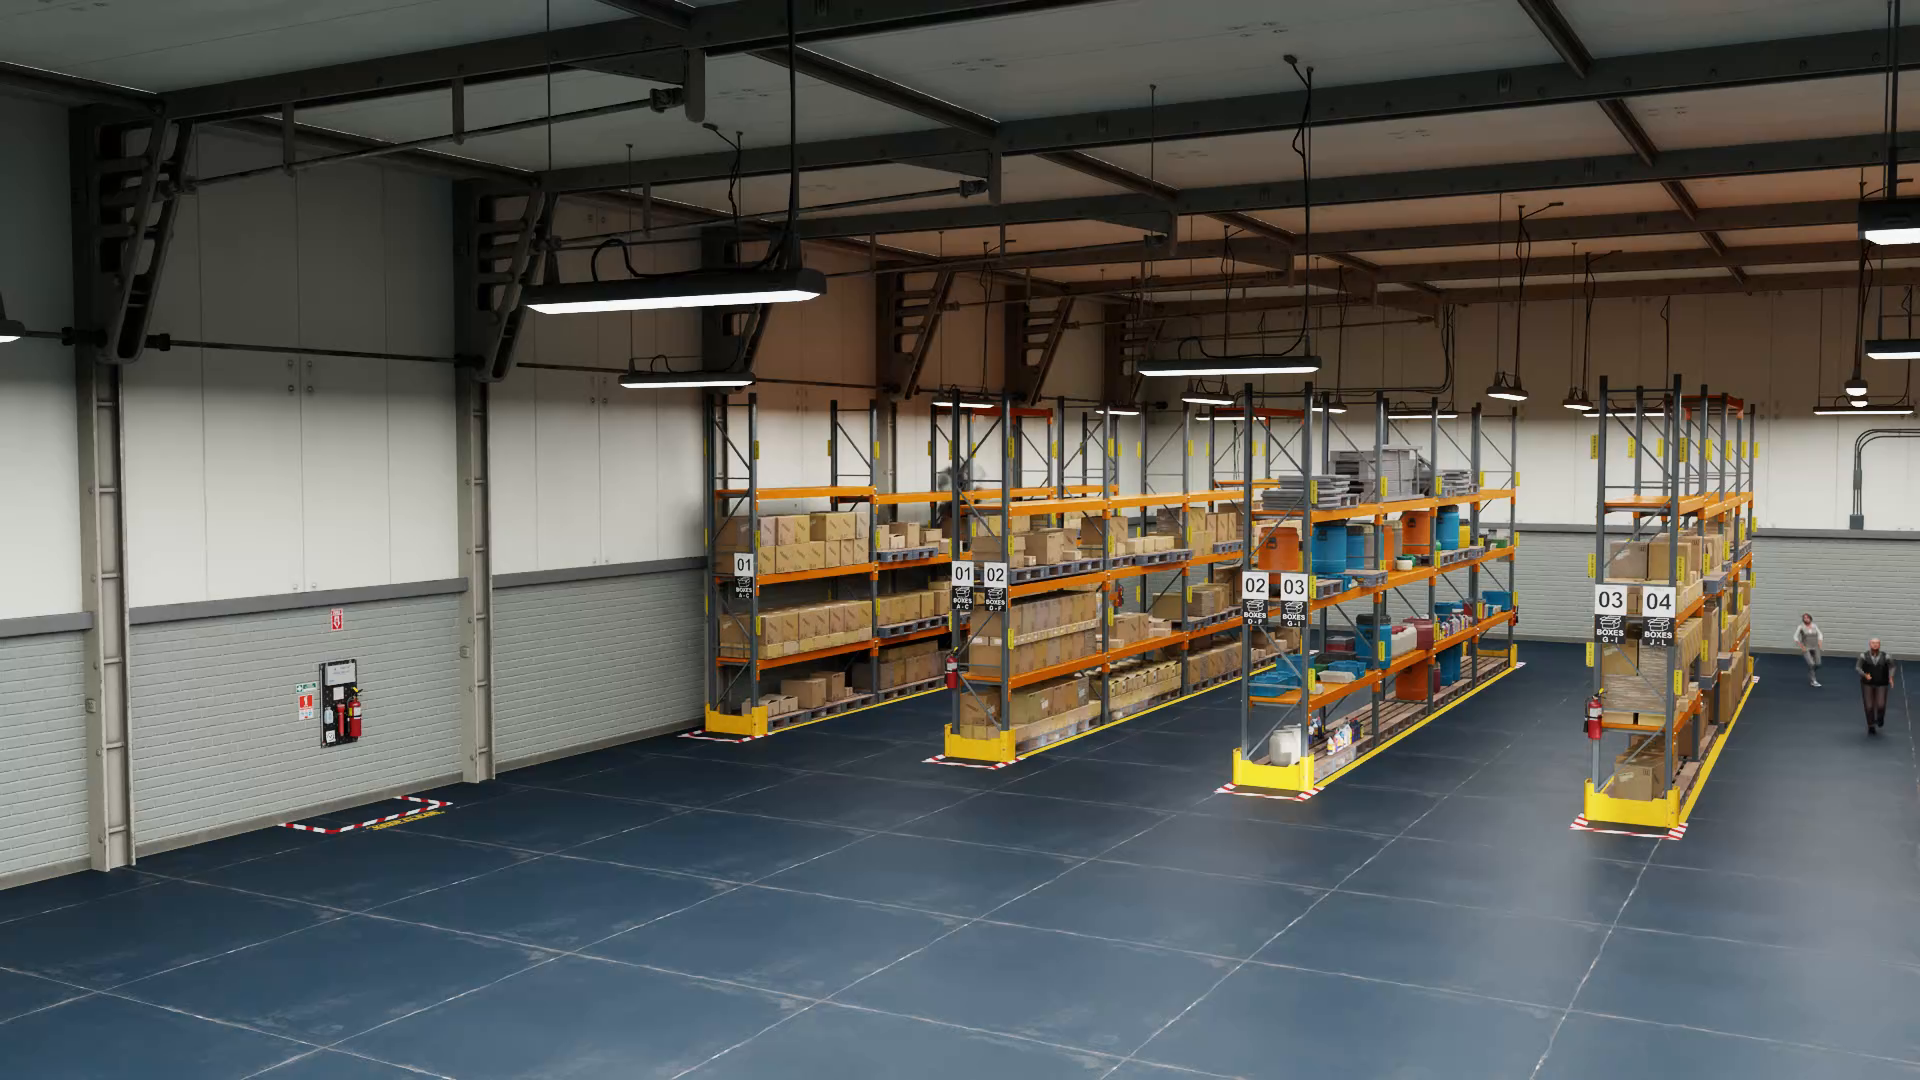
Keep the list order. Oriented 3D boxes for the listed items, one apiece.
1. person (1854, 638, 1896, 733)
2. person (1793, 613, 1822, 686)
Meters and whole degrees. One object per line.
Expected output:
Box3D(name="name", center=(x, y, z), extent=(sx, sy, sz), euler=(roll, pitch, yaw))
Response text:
Box3D(name="person", center=(16.170, 2.577, 29.386), extent=(0.655, 1.680, 0.571), euler=(2, 3, 28))
Box3D(name="person", center=(18.047, 2.323, 35.404), extent=(0.589, 1.546, 0.505), euler=(1, 3, 10))
